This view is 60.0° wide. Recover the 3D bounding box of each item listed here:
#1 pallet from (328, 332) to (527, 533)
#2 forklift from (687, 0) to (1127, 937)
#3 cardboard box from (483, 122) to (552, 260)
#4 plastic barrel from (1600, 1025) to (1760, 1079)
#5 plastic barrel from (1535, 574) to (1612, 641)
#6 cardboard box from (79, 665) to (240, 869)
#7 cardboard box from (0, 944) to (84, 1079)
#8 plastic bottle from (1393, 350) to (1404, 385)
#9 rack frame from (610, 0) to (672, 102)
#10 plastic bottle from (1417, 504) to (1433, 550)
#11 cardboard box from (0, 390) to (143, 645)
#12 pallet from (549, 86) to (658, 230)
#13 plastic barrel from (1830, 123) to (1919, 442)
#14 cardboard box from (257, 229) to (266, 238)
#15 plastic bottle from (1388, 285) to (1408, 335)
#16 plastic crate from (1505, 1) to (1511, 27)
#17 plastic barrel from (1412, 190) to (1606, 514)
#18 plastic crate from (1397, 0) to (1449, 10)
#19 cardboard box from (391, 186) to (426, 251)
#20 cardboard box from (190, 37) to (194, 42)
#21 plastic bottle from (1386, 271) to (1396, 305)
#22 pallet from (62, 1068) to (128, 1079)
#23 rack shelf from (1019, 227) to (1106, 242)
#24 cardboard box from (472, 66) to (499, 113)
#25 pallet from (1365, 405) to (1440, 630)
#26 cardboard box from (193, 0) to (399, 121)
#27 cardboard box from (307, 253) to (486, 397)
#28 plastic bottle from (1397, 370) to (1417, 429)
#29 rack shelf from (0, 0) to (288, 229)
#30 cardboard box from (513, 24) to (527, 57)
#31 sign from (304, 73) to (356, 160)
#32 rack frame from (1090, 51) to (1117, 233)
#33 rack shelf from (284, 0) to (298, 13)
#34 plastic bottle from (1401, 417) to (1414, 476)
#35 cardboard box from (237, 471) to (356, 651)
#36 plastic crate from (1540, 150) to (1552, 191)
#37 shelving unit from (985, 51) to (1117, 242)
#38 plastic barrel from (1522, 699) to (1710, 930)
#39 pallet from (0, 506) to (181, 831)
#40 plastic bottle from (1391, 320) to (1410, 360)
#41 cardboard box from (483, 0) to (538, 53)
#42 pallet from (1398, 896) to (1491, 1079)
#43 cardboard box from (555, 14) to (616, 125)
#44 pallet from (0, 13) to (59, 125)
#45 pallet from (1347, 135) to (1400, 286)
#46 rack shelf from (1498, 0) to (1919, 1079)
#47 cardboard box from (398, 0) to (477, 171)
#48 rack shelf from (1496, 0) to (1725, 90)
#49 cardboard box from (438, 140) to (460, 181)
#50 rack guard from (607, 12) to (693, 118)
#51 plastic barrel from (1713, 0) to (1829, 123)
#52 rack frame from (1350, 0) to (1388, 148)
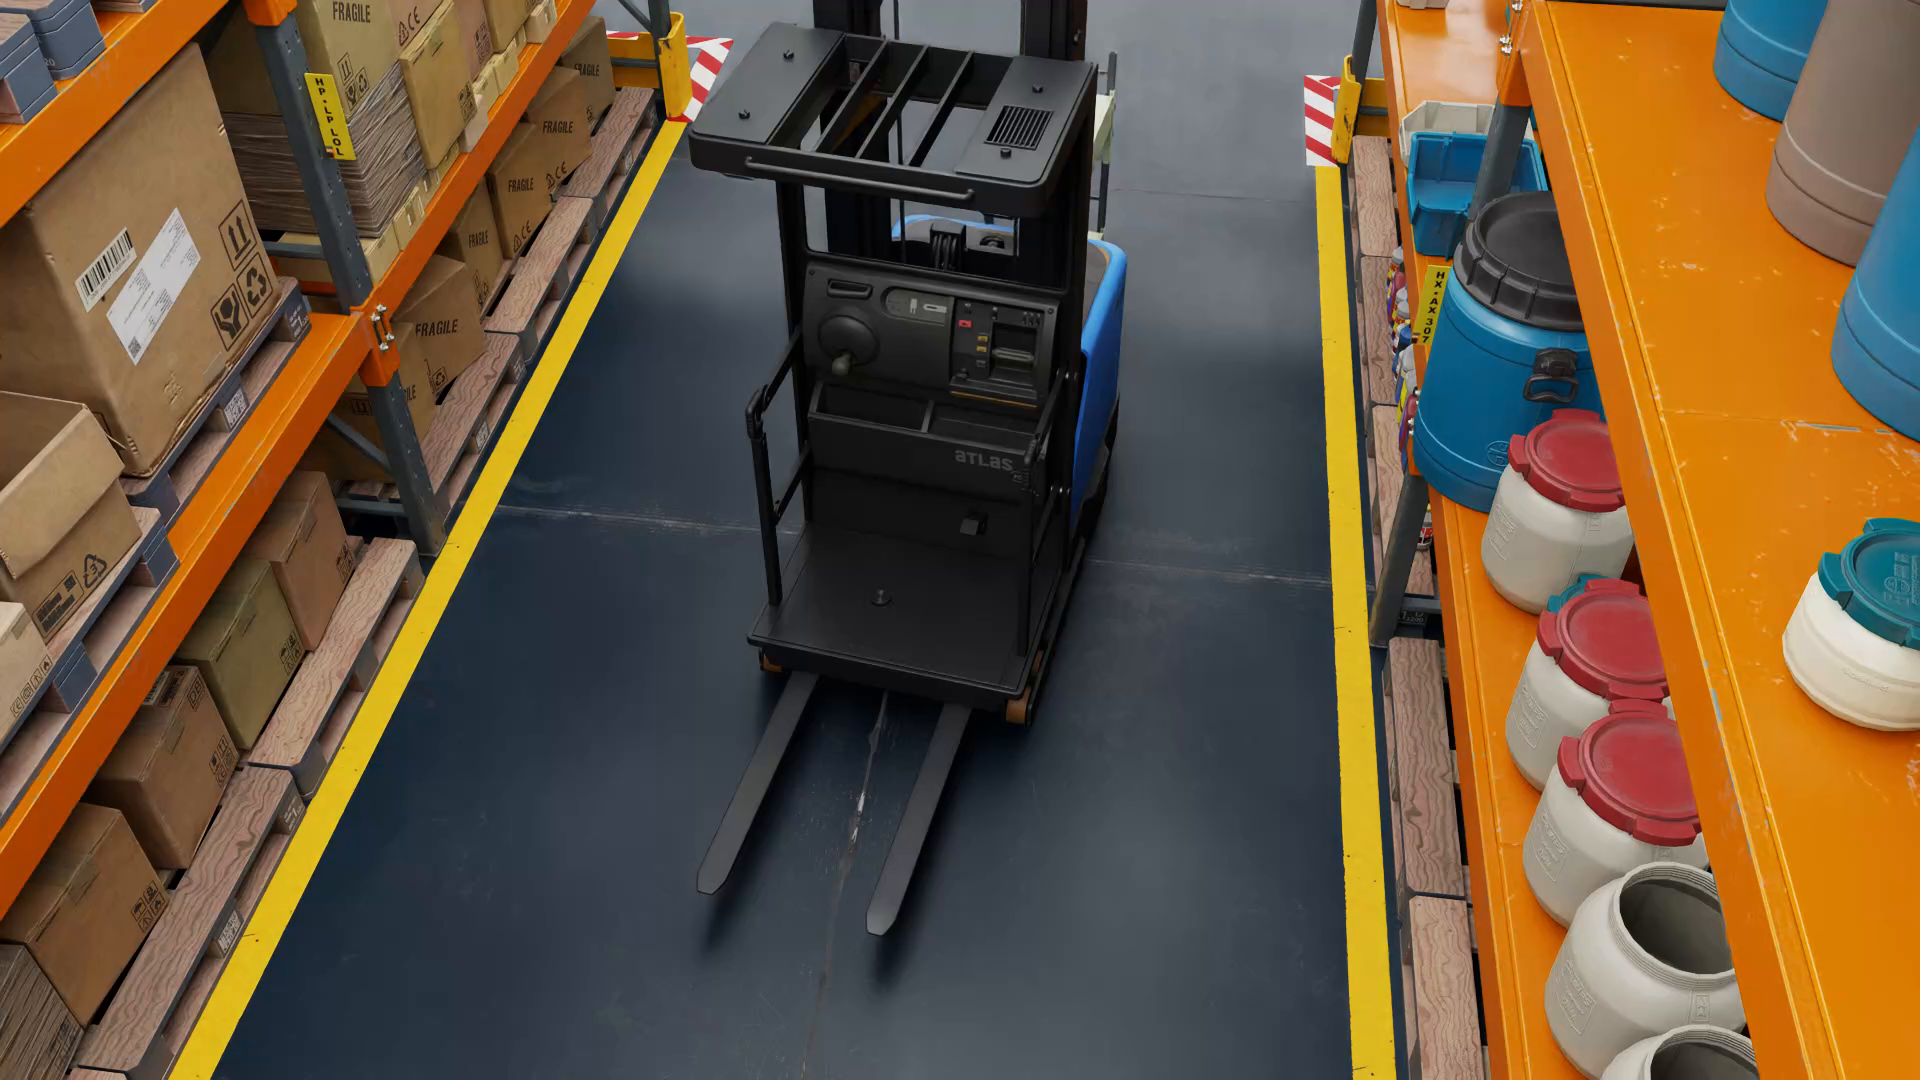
[{"bbox_3d":[-2.684,-0.544,7.671,1.003,0.211,1.213,5,44,6],"label":"pallet"},{"bbox_3d":[-0.169,-0.648,5.803,1.130,2.935,3.031,11,45,11],"label":"forklift"},{"bbox_3d":[-2.454,-1.807,8.489,0.500,0.500,0.500,9,44,9],"label":"cardboard box"},{"bbox_3d":[1.568,1.320,3.593,0.421,0.512,0.421,0,43,0],"label":"plastic barrel"},{"bbox_3d":[1.845,0.293,4.860,0.301,0.262,0.301,0,43,0],"label":"plastic barrel"},{"bbox_3d":[-2.995,0.774,5.749,0.700,0.500,0.500,2,43,2],"label":"cardboard box"},{"bbox_3d":[-3.137,1.541,4.939,0.700,0.500,0.500,2,43,2],"label":"cardboard box"},{"bbox_3d":[2.054,-0.798,7.627,0.097,0.201,0.097,0,43,0],"label":"plastic bottle"},{"bbox_3d":[-2.209,-3.822,9.104,1.000,3.000,0.127,5,44,6],"label":"rack frame"},{"bbox_3d":[1.911,-0.065,6.852,0.097,0.201,0.097,0,43,0],"label":"plastic bottle"},{"bbox_3d":[-2.875,-0.096,4.789,0.797,0.503,0.637,9,44,10],"label":"cardboard box"},{"bbox_3d":[-2.361,-2.207,9.427,1.003,0.211,1.213,5,44,6],"label":"pallet"},{"bbox_3d":[2.147,-0.659,3.218,0.600,0.901,0.708,5,44,6],"label":"plastic barrel"},{"bbox_3d":[-2.958,-1.347,6.674,0.380,0.149,0.250,5,44,6],"label":"cardboard box"},{"bbox_3d":[2.107,-1.100,7.894,0.097,0.271,0.097,0,43,0],"label":"plastic bottle"},{"bbox_3d":[2.840,-2.507,7.824,0.499,0.251,0.408,5,44,6],"label":"plastic crate"},{"bbox_3d":[1.821,-0.592,5.329,0.600,0.901,0.708,5,44,6],"label":"plastic barrel"},{"bbox_3d":[2.264,-2.695,8.106,0.298,0.136,0.250,5,44,6],"label":"plastic crate"},{"bbox_3d":[-2.365,-1.293,6.616,0.380,0.149,0.250,5,44,6],"label":"cardboard box"},{"bbox_3d":[-2.951,-1.935,6.095,0.500,0.500,0.500,5,44,6],"label":"cardboard box"},{"bbox_3d":[2.139,-1.237,8.090,0.097,0.201,0.097,0,43,0],"label":"plastic bottle"},{"bbox_3d":[-3.161,2.111,4.867,1.003,0.211,1.213,5,44,6],"label":"pallet"},{"bbox_3d":[0.401,-1.161,7.856,0.431,0.370,0.720,11,44,11],"label":"rack shelf"},{"bbox_3d":[-2.270,-1.978,7.340,0.380,0.149,0.250,5,44,6],"label":"cardboard box"},{"bbox_3d":[2.302,-0.087,7.188,1.003,0.211,1.213,5,44,6],"label":"pallet"},{"bbox_3d":[-2.426,-1.887,6.044,0.500,0.500,0.500,5,44,6],"label":"cardboard box"},{"bbox_3d":[-2.577,-1.000,7.638,0.500,0.500,0.500,19,46,19],"label":"cardboard box"},{"bbox_3d":[2.040,-0.659,7.371,0.144,0.351,0.185,5,44,5],"label":"plastic bottle"},{"bbox_3d":[-3.002,-0.561,4.002,1.077,0.370,4.000,5,44,6],"label":"rack shelf"},{"bbox_3d":[-2.238,-2.322,7.703,0.380,0.149,0.250,5,44,6],"label":"cardboard box"},{"bbox_3d":[-2.187,-1.468,5.777,0.100,0.325,0.005,5,44,6],"label":"sign"},{"bbox_3d":[0.499,-1.640,7.891,0.400,1.500,0.023,11,44,11],"label":"rack frame"},{"bbox_3d":[-2.473,-3.287,6.881,1.077,0.370,4.000,5,44,6],"label":"rack shelf"},{"bbox_3d":[1.997,-0.439,7.139,0.144,0.351,0.185,3,44,3],"label":"plastic bottle"},{"bbox_3d":[-2.840,0.069,6.494,0.700,0.500,0.500,2,43,2],"label":"cardboard box"},{"bbox_3d":[2.631,-1.468,6.773,0.450,0.188,0.662,5,44,6],"label":"plastic crate"},{"bbox_3d":[0.401,-1.399,7.633,0.431,1.500,0.755,11,44,11],"label":"shelving unit"},{"bbox_3d":[1.674,0.732,4.196,0.433,0.535,0.433,0,43,0],"label":"plastic barrel"},{"bbox_3d":[-3.045,0.347,4.841,1.003,0.211,1.213,5,44,6],"label":"pallet"},{"bbox_3d":[2.081,-0.938,7.775,0.097,0.201,0.097,0,43,0],"label":"plastic bottle"},{"bbox_3d":[-2.442,-2.565,7.489,0.875,0.500,0.500,5,44,6],"label":"cardboard box"},{"bbox_3d":[1.948,1.740,5.259,1.003,0.211,1.213,5,44,6],"label":"pallet"},{"bbox_3d":[-2.308,-2.642,9.372,0.500,0.500,0.500,13,45,13],"label":"cardboard box"},{"bbox_3d":[-3.059,-0.998,4.078,1.213,0.211,1.003,5,44,6],"label":"pallet"},{"bbox_3d":[2.625,-1.750,8.944,1.003,0.211,1.213,5,44,6],"label":"pallet"},{"bbox_3d":[1.908,-0.110,3.526,1.077,0.370,4.000,5,44,6],"label":"rack shelf"},{"bbox_3d":[-2.516,-1.879,6.763,0.875,0.500,0.500,5,44,6],"label":"cardboard box"},{"bbox_3d":[2.437,-2.836,6.405,1.077,0.370,4.000,5,44,6],"label":"rack shelf"},{"bbox_3d":[-2.336,-1.637,6.980,0.380,0.149,0.250,5,44,6],"label":"cardboard box"},{"bbox_3d":[-2.219,-2.862,9.909,1.175,0.500,0.348,5,44,6],"label":"rack guard"},{"bbox_3d":[2.320,-1.550,4.159,0.600,0.901,0.708,5,44,6],"label":"plastic barrel"},{"bbox_3d":[2.701,-3.371,8.629,1.000,3.000,0.127,5,44,6],"label":"rack frame"}]
